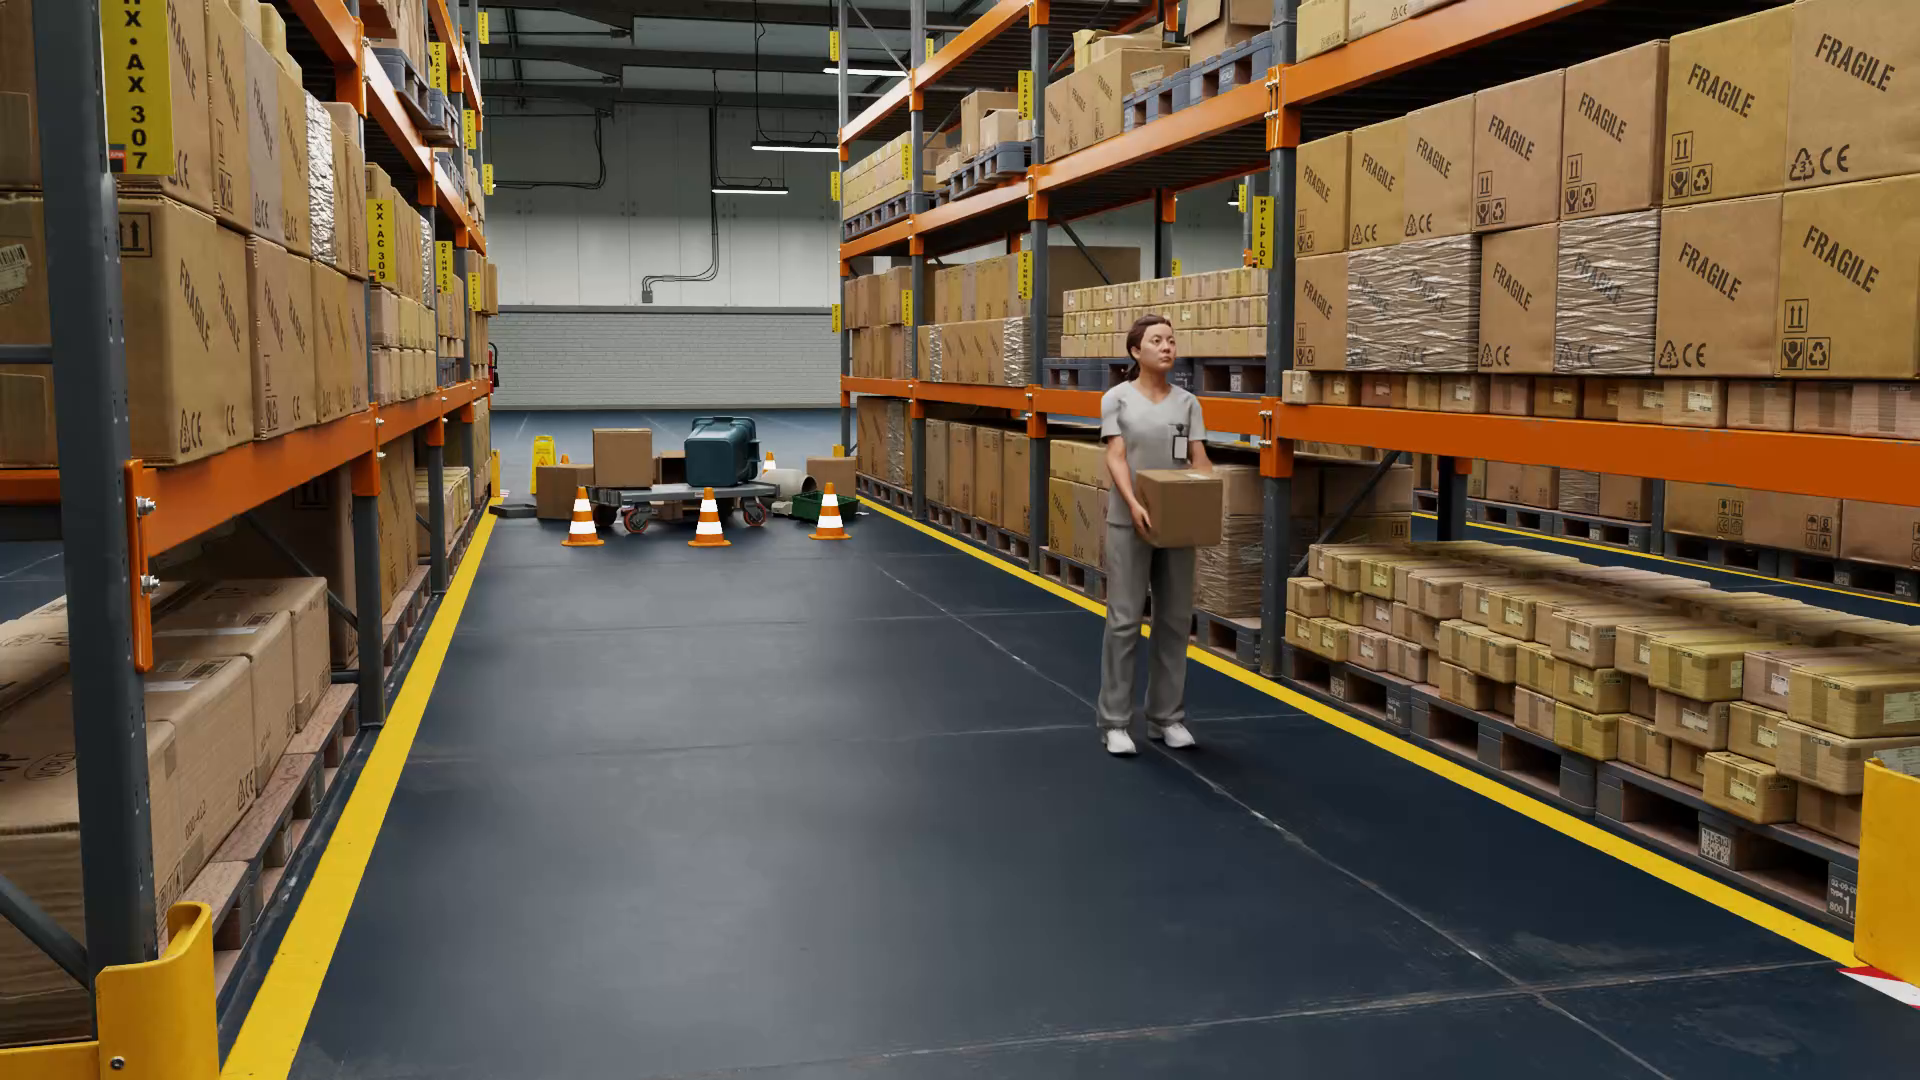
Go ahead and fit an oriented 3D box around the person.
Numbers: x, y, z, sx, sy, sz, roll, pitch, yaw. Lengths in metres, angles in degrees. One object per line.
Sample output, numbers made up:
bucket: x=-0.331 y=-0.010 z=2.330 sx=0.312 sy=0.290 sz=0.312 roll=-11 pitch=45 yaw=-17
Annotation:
person: x=0.765 y=-0.032 z=6.428 sx=0.452 sy=1.676 sz=0.534 roll=-2 pitch=6 yaw=-14
